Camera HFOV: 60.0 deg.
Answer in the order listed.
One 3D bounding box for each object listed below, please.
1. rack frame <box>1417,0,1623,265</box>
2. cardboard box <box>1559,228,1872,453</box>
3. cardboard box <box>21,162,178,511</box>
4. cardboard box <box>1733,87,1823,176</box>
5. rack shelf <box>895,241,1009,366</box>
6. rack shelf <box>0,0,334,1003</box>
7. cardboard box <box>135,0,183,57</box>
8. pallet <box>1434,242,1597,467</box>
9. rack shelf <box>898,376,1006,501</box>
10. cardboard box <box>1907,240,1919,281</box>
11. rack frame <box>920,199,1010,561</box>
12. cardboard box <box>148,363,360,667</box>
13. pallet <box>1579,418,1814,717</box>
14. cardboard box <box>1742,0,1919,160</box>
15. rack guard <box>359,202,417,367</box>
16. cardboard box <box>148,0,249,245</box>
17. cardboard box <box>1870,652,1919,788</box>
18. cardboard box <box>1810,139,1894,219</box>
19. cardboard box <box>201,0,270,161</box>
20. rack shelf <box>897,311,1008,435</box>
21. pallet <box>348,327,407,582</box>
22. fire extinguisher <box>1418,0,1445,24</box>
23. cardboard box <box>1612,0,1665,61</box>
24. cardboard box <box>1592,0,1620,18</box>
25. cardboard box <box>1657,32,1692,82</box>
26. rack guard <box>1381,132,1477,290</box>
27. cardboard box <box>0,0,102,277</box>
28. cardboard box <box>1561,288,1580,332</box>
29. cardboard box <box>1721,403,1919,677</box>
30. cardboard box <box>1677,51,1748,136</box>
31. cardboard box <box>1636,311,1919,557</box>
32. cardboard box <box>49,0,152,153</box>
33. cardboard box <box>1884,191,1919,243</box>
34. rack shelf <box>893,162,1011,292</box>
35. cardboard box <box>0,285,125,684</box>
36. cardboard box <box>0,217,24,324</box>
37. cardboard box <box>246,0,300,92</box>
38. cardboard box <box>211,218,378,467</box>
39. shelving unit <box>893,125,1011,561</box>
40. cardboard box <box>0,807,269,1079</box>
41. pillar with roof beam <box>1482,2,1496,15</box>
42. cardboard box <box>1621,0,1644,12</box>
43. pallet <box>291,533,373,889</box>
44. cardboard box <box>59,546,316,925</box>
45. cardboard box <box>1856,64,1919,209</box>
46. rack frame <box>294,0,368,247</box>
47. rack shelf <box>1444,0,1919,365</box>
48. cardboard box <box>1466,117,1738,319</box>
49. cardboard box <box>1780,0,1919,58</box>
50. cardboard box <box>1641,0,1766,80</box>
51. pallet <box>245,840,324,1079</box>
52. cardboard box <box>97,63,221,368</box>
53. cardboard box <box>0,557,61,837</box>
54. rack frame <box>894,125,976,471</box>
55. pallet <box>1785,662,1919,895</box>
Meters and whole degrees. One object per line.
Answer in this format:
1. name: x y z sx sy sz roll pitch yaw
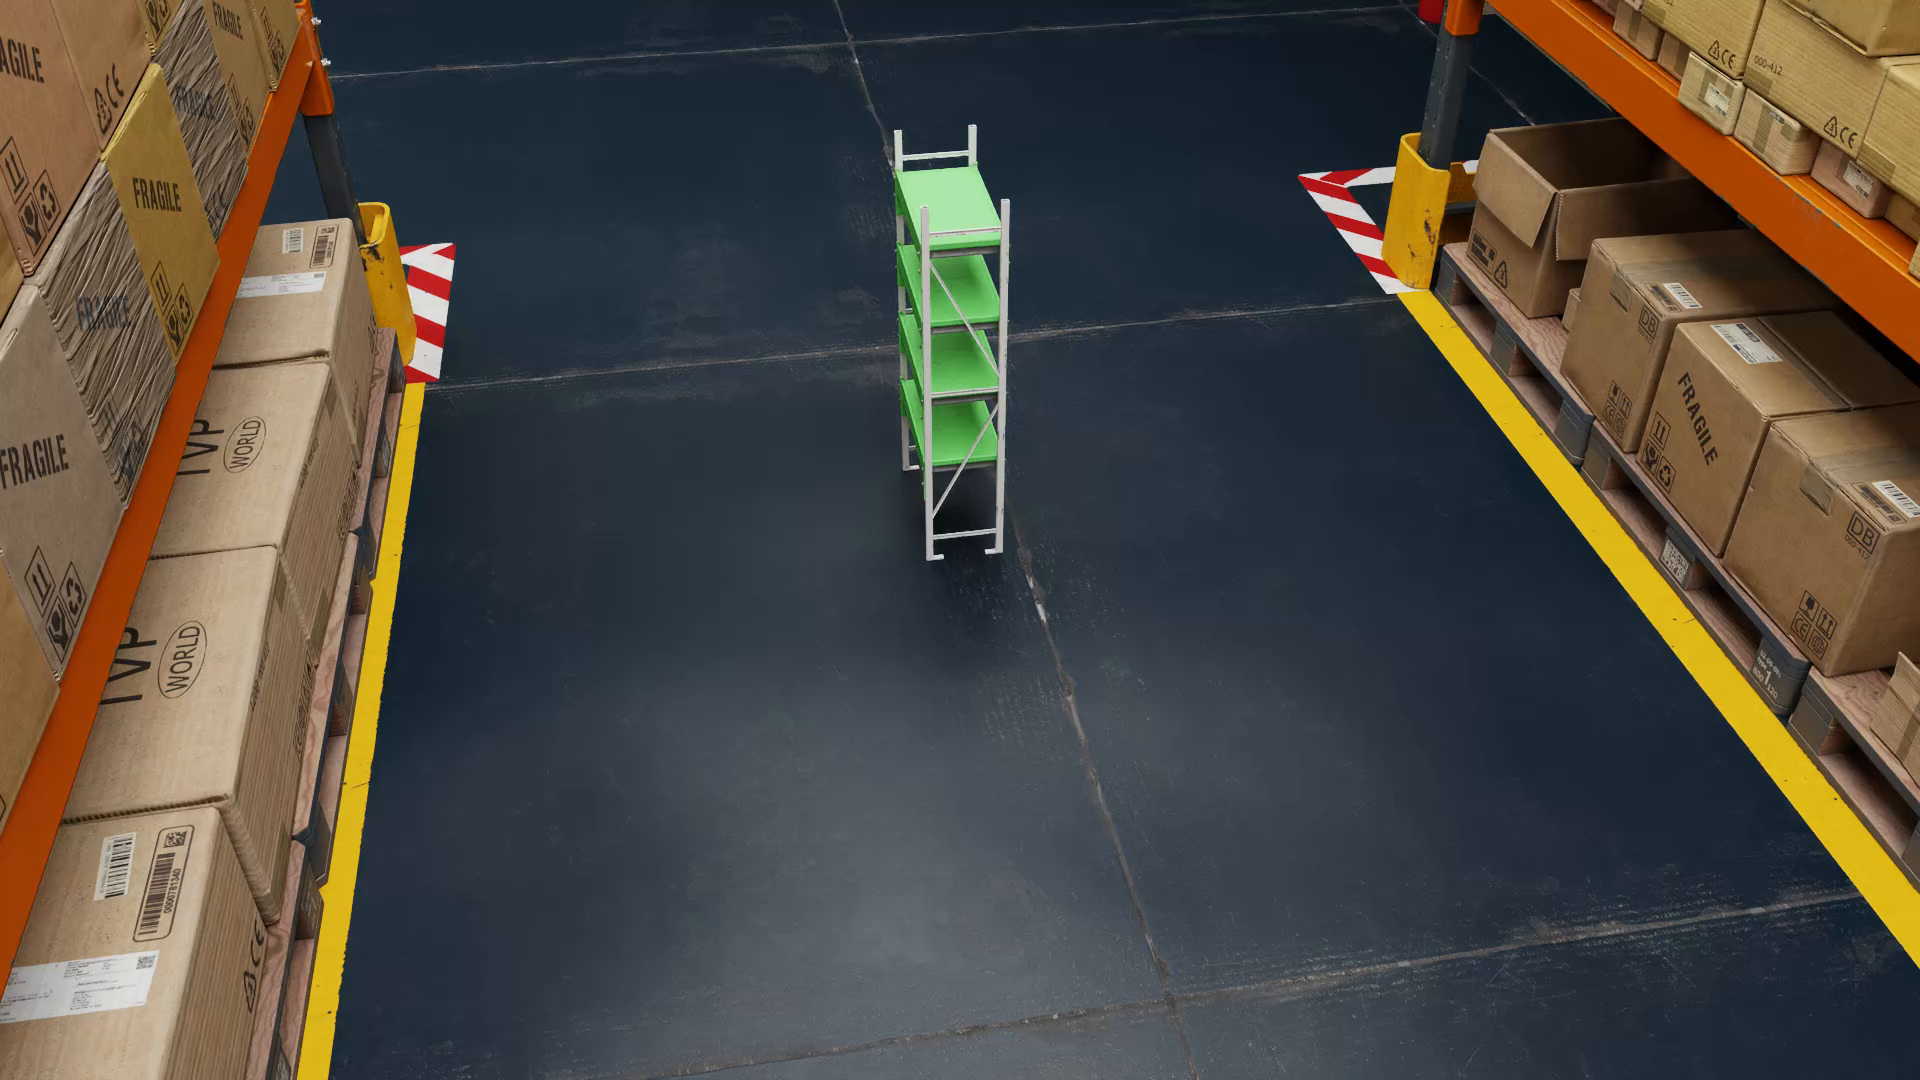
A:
1. rack frame: 2.286 -2.370 5.856 1.000 3.000 0.127 -6 38 -8
2. cardboard box: 2.411 -0.649 5.336 0.700 0.500 0.500 -5 38 -6
3. cardboard box: -1.888 -0.375 3.206 0.500 0.500 0.500 -6 38 -8
4. cardboard box: 2.317 -1.103 4.429 0.380 0.149 0.250 -5 38 -7
5. rack shelf: -0.029 -0.713 4.903 0.258 0.148 0.480 -6 38 -8
6. rack shelf: -2.250 -0.342 3.832 1.077 0.370 4.000 -6 38 -8
7. cardboard box: -2.077 -1.392 3.700 0.500 0.500 0.500 -6 38 -8
8. pallet: 2.440 -0.742 6.033 1.003 0.211 1.213 -6 38 -8
9. rack shelf: -0.029 -0.334 5.197 0.258 0.148 0.480 -6 38 -8
10. cardboard box: 2.455 -0.643 3.837 0.380 0.149 0.250 -7 38 -9
11. rack frame: 0.014 -0.426 4.821 0.240 1.200 0.015 -6 38 -8
12. cardboard box: -2.217 -0.049 4.614 0.875 0.438 0.875 -5 38 -7
13. pallet: 2.651 -0.007 5.087 1.003 0.211 1.213 -6 38 -8
14. cardboard box: 2.392 -1.209 4.241 0.500 0.250 0.500 -7 38 -9
15. rack guard: -2.604 -0.862 5.952 1.175 0.500 0.348 -6 38 -8
16. cardboard box: -2.082 -0.997 4.006 0.500 0.500 0.500 -5 38 -7
17. cardboard box: 2.538 0.439 4.126 0.396 0.266 0.258 -5 38 -6
18. cardboard box: 2.430 -0.955 4.239 0.380 0.149 0.250 -6 38 -8
19. cardboard box: -2.182 -1.306 4.405 0.500 0.500 0.500 -7 38 -9
20. rack shelf: -0.029 -0.523 5.050 0.258 0.148 0.480 -6 38 -8
21. pallet: -2.383 -0.259 5.411 1.003 0.211 1.213 -6 38 -8
22. fire extinguisher: 1.805 -2.232 6.045 0.296 0.674 0.183 -6 38 -8
23. cardboard box: 2.228 -1.580 5.044 0.380 0.149 0.250 -5 38 -7
24. cardboard box: 2.244 -1.740 5.249 0.380 0.149 0.250 -7 38 -9
25. cardboard box: 2.280 -1.421 4.838 0.380 0.149 0.250 -6 38 -7
26. rack guard: 2.299 -1.337 6.564 1.175 0.500 0.348 -6 38 -8
27. cardboard box: -1.905 -0.783 2.916 0.500 0.500 0.500 -6 38 -7
28. cardboard box: 2.336 -0.770 5.778 0.380 0.149 0.250 -8 38 -10
29. cardboard box: 2.593 -0.022 4.529 0.700 0.500 0.500 -8 38 -10
30. cardboard box: 2.250 -1.260 4.631 0.380 0.149 0.250 -7 38 -9
31. cardboard box: 2.406 -0.319 4.911 0.500 0.500 0.500 -6 38 -7
32. cardboard box: -1.991 -1.088 3.308 0.500 0.500 0.500 -6 38 -8
33. cardboard box: 2.519 -0.811 4.053 0.380 0.149 0.250 -6 38 -7
34. rack shelf: -0.029 -0.902 4.755 0.258 0.148 0.480 -6 38 -8
35. cardboard box: -1.808 -0.074 2.819 0.500 0.500 0.500 -6 38 -8
36. cardboard box: -1.826 -0.472 2.516 0.500 0.500 0.500 -7 38 -9
37. cardboard box: -2.255 -1.611 4.797 0.500 0.500 0.500 -6 38 -8
38. cardboard box: -2.386 -0.601 5.324 0.875 0.438 0.875 -7 38 -9
39. shelving unit: -0.029 -0.574 5.011 0.258 1.200 0.503 -6 38 -8
40. cardboard box: -1.903 1.037 3.217 0.875 0.438 0.875 -7 38 -9
41. pillar with roof beam: -1.538 -6.002 5.641 9.100 9.000 0.400 -6 38 -8
42. cardboard box: 2.189 -1.821 5.029 0.500 0.250 0.500 -6 38 -7
43. pallet: -2.172 0.477 4.464 1.003 0.211 1.213 -6 38 -8
44. cardboard box: -2.061 0.496 3.912 0.875 0.438 0.875 -7 38 -9
45. cardboard box: 2.481 -0.898 3.840 0.500 0.250 0.500 -6 38 -8
46. rack frame: -2.600 -1.834 5.166 1.000 3.000 0.127 -6 38 -8
47. rack shelf: 2.637 -0.878 4.522 1.077 0.370 4.000 -6 38 -8
48. cardboard box: 2.300 -1.171 6.005 0.797 0.503 0.637 -8 38 -10
49. cardboard box: 2.364 -1.516 4.025 0.500 0.500 0.500 -5 38 -7
50. cardboard box: 2.281 -1.515 4.635 0.500 0.250 0.500 -7 38 -9
51. pallet: -1.955 1.215 3.514 1.003 0.211 1.213 -6 38 -8
52. cardboard box: -1.979 -0.686 3.607 0.500 0.500 0.500 -5 38 -7
53. cardboard box: -1.723 0.231 2.427 0.500 0.500 0.500 -5 38 -6
54. rack frame: -0.072 -0.721 5.200 0.240 1.200 0.015 -6 38 -8
55. pallet: 2.868 0.732 4.136 1.003 0.211 1.213 -6 38 -8
